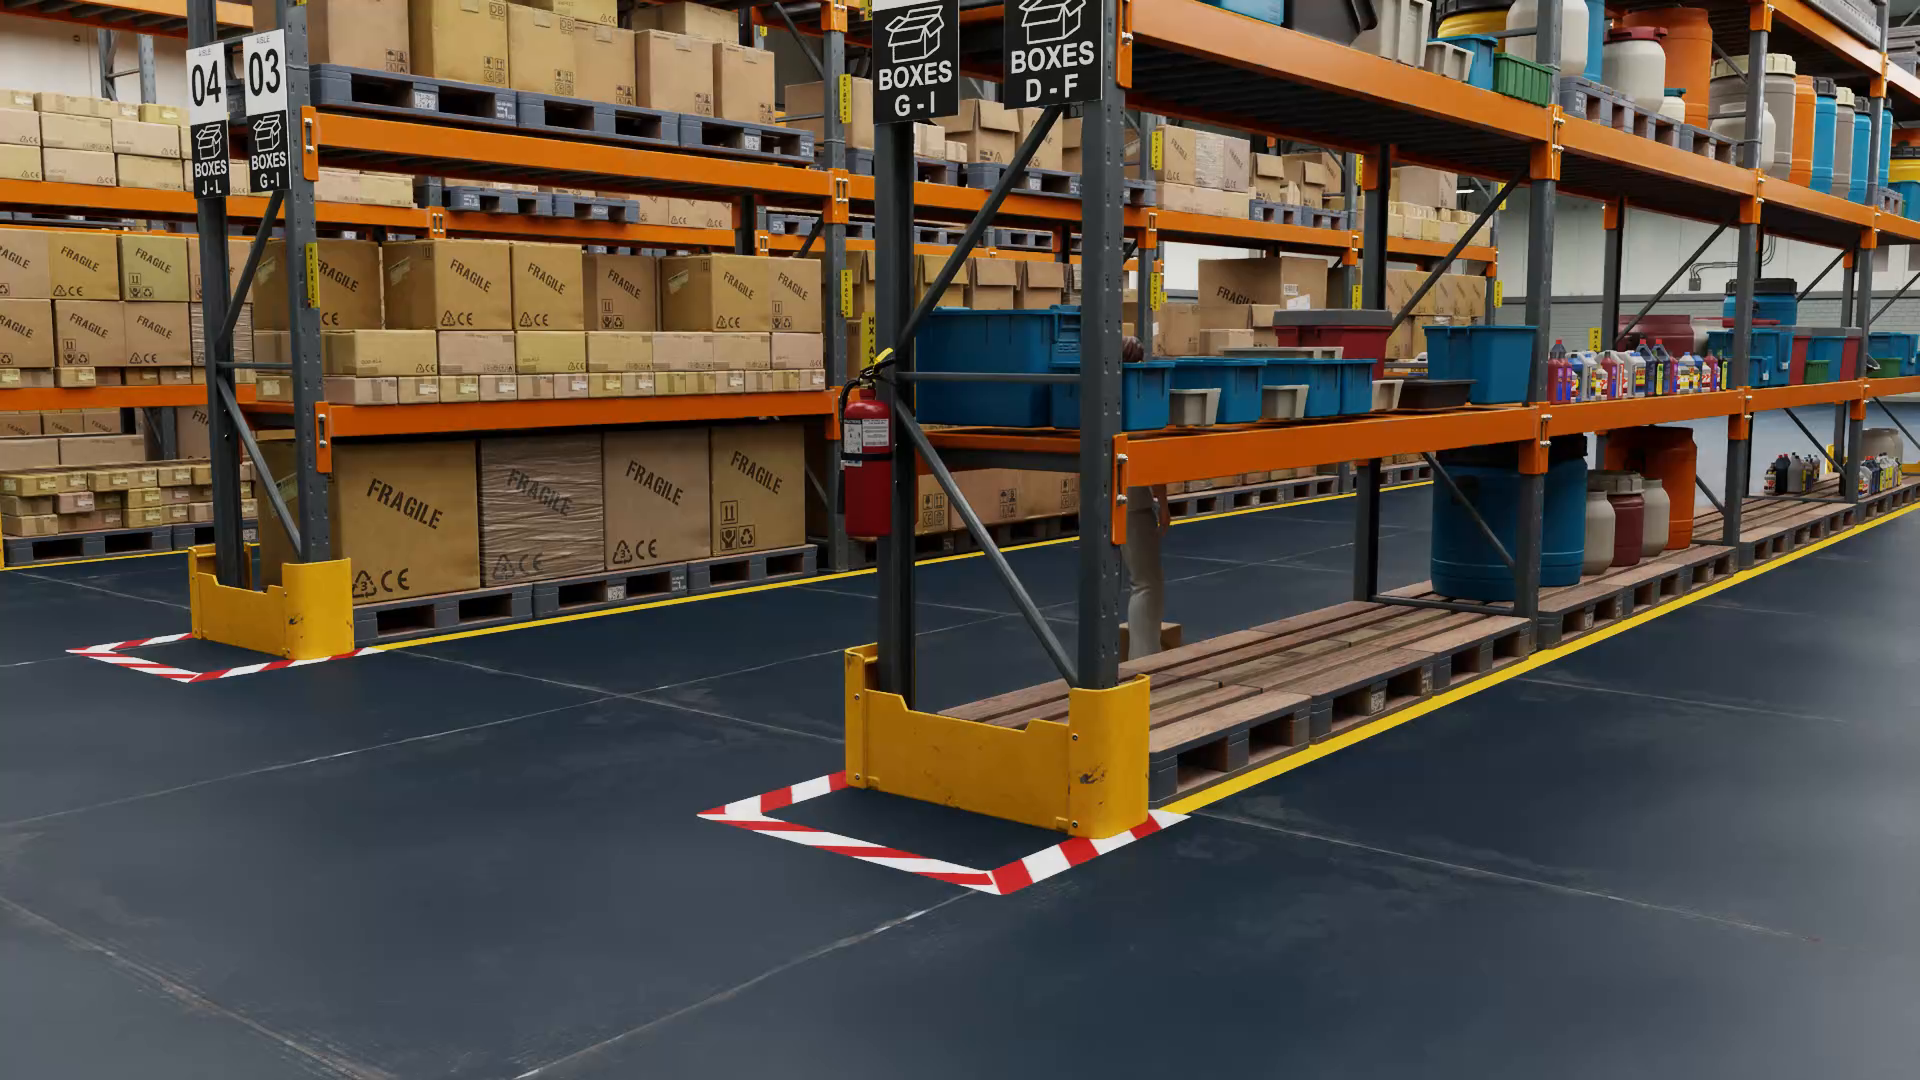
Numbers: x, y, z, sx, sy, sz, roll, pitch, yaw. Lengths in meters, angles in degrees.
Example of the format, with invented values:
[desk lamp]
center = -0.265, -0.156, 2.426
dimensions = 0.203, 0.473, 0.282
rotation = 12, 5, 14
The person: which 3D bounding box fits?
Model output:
[person]
center = 0.773, -0.134, 7.878
dimensions = 0.514, 1.671, 0.364
rotation = 5, 8, 35
